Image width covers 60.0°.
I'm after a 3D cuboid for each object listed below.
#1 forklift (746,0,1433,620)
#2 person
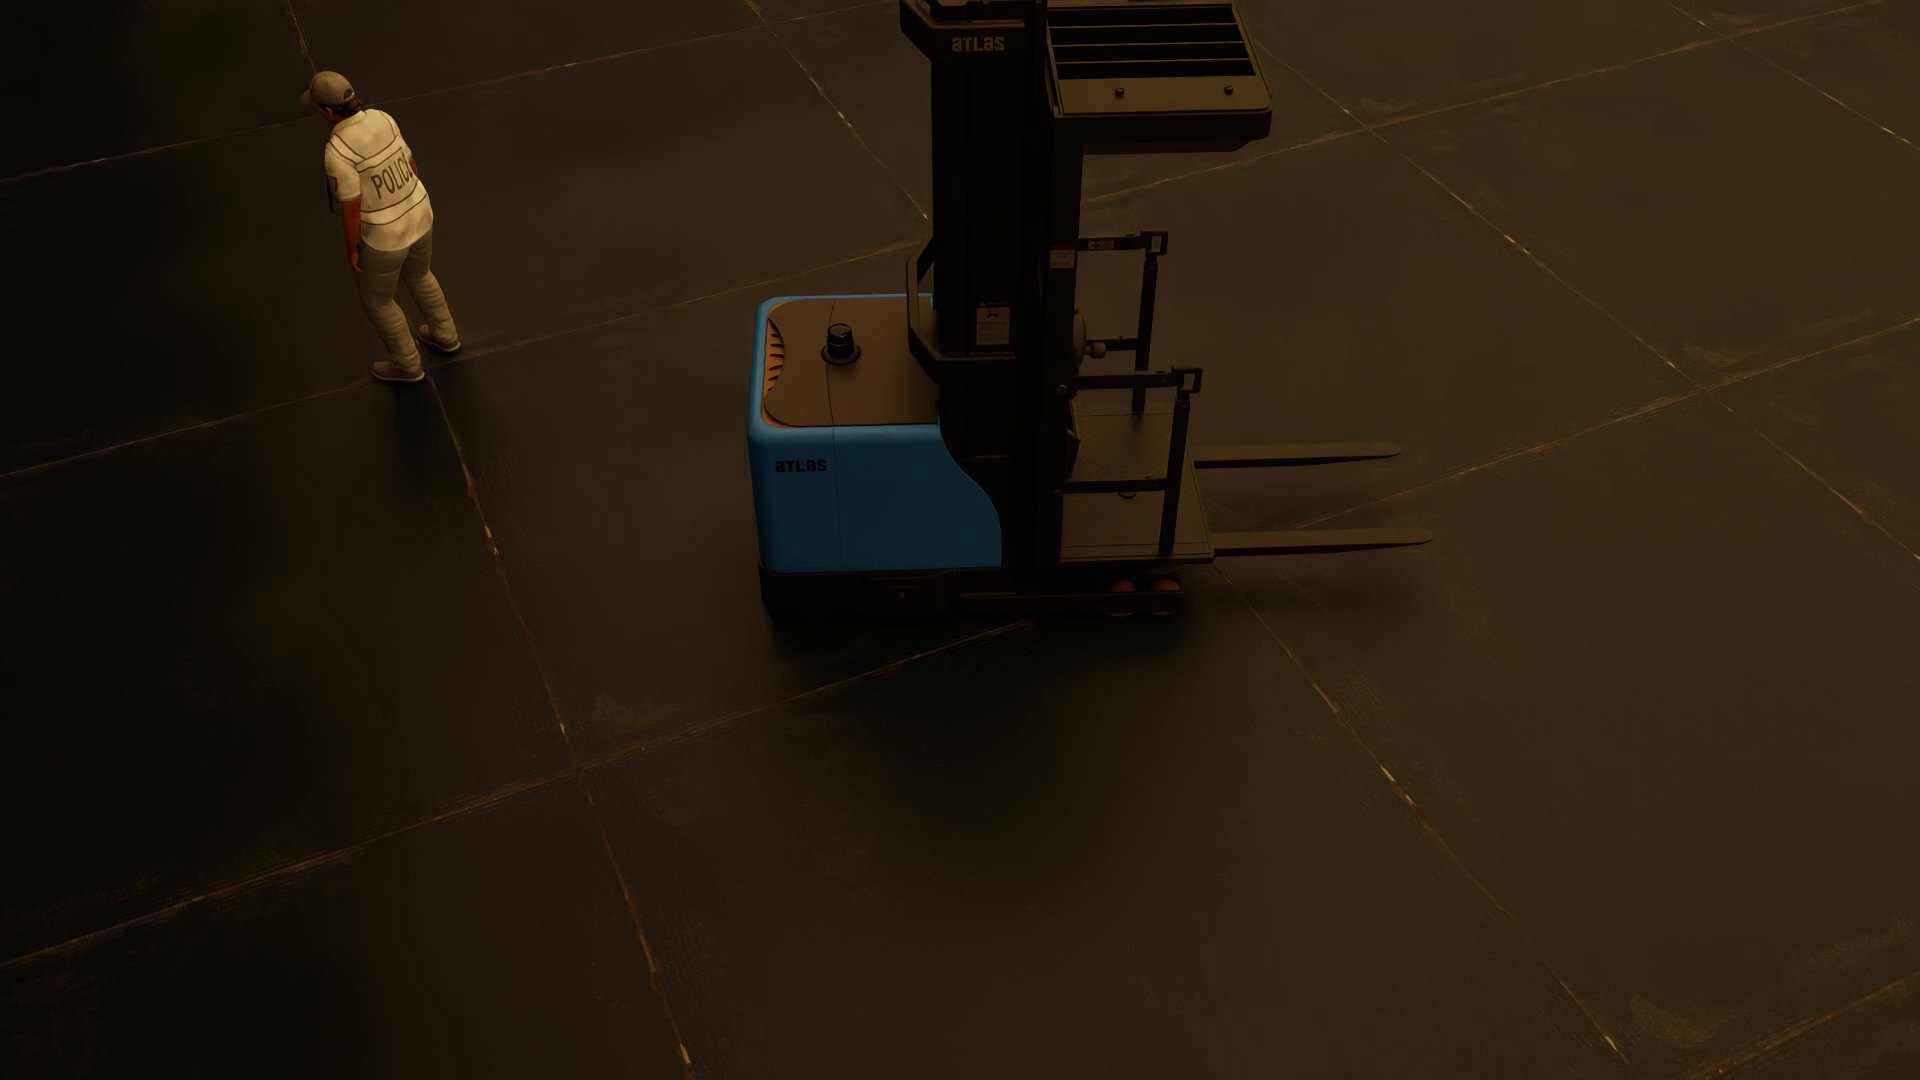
[{"bbox_3d":[0.610,-1.090,6.848,3.031,2.935,1.130,-2,43,-2],"label":"forklift"},{"bbox_3d":[-2.875,-1.554,8.277,0.467,1.666,0.538,18,46,18],"label":"person"}]
